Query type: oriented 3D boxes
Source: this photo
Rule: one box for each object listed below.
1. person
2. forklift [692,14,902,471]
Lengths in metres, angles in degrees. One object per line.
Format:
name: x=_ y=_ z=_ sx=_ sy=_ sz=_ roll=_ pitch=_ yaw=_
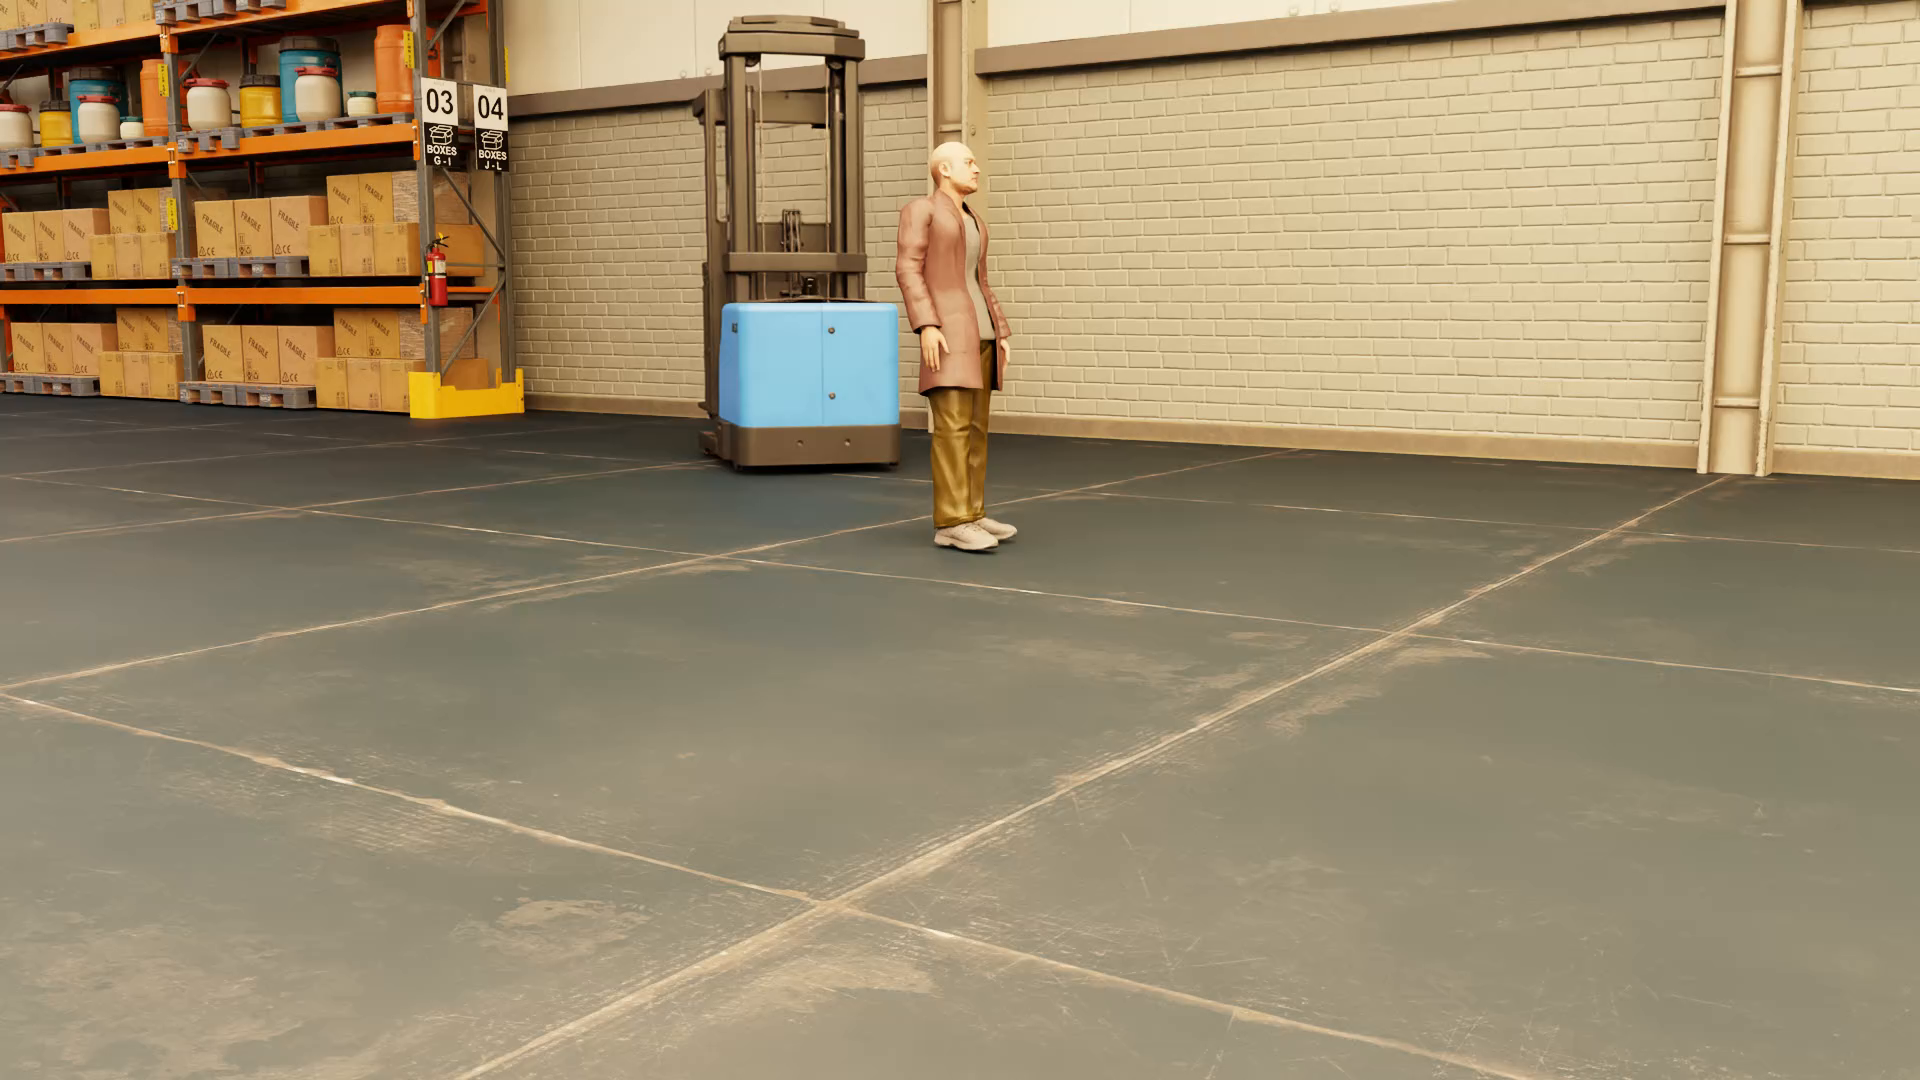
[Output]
person: x=0.072 y=-0.879 z=7.423 sx=0.582 sy=1.776 sz=0.694 roll=5 pitch=10 yaw=34
forklift: x=-1.262 y=-2.060 z=11.678 sx=1.130 sy=2.935 sz=3.031 roll=-2 pitch=8 yaw=-16
